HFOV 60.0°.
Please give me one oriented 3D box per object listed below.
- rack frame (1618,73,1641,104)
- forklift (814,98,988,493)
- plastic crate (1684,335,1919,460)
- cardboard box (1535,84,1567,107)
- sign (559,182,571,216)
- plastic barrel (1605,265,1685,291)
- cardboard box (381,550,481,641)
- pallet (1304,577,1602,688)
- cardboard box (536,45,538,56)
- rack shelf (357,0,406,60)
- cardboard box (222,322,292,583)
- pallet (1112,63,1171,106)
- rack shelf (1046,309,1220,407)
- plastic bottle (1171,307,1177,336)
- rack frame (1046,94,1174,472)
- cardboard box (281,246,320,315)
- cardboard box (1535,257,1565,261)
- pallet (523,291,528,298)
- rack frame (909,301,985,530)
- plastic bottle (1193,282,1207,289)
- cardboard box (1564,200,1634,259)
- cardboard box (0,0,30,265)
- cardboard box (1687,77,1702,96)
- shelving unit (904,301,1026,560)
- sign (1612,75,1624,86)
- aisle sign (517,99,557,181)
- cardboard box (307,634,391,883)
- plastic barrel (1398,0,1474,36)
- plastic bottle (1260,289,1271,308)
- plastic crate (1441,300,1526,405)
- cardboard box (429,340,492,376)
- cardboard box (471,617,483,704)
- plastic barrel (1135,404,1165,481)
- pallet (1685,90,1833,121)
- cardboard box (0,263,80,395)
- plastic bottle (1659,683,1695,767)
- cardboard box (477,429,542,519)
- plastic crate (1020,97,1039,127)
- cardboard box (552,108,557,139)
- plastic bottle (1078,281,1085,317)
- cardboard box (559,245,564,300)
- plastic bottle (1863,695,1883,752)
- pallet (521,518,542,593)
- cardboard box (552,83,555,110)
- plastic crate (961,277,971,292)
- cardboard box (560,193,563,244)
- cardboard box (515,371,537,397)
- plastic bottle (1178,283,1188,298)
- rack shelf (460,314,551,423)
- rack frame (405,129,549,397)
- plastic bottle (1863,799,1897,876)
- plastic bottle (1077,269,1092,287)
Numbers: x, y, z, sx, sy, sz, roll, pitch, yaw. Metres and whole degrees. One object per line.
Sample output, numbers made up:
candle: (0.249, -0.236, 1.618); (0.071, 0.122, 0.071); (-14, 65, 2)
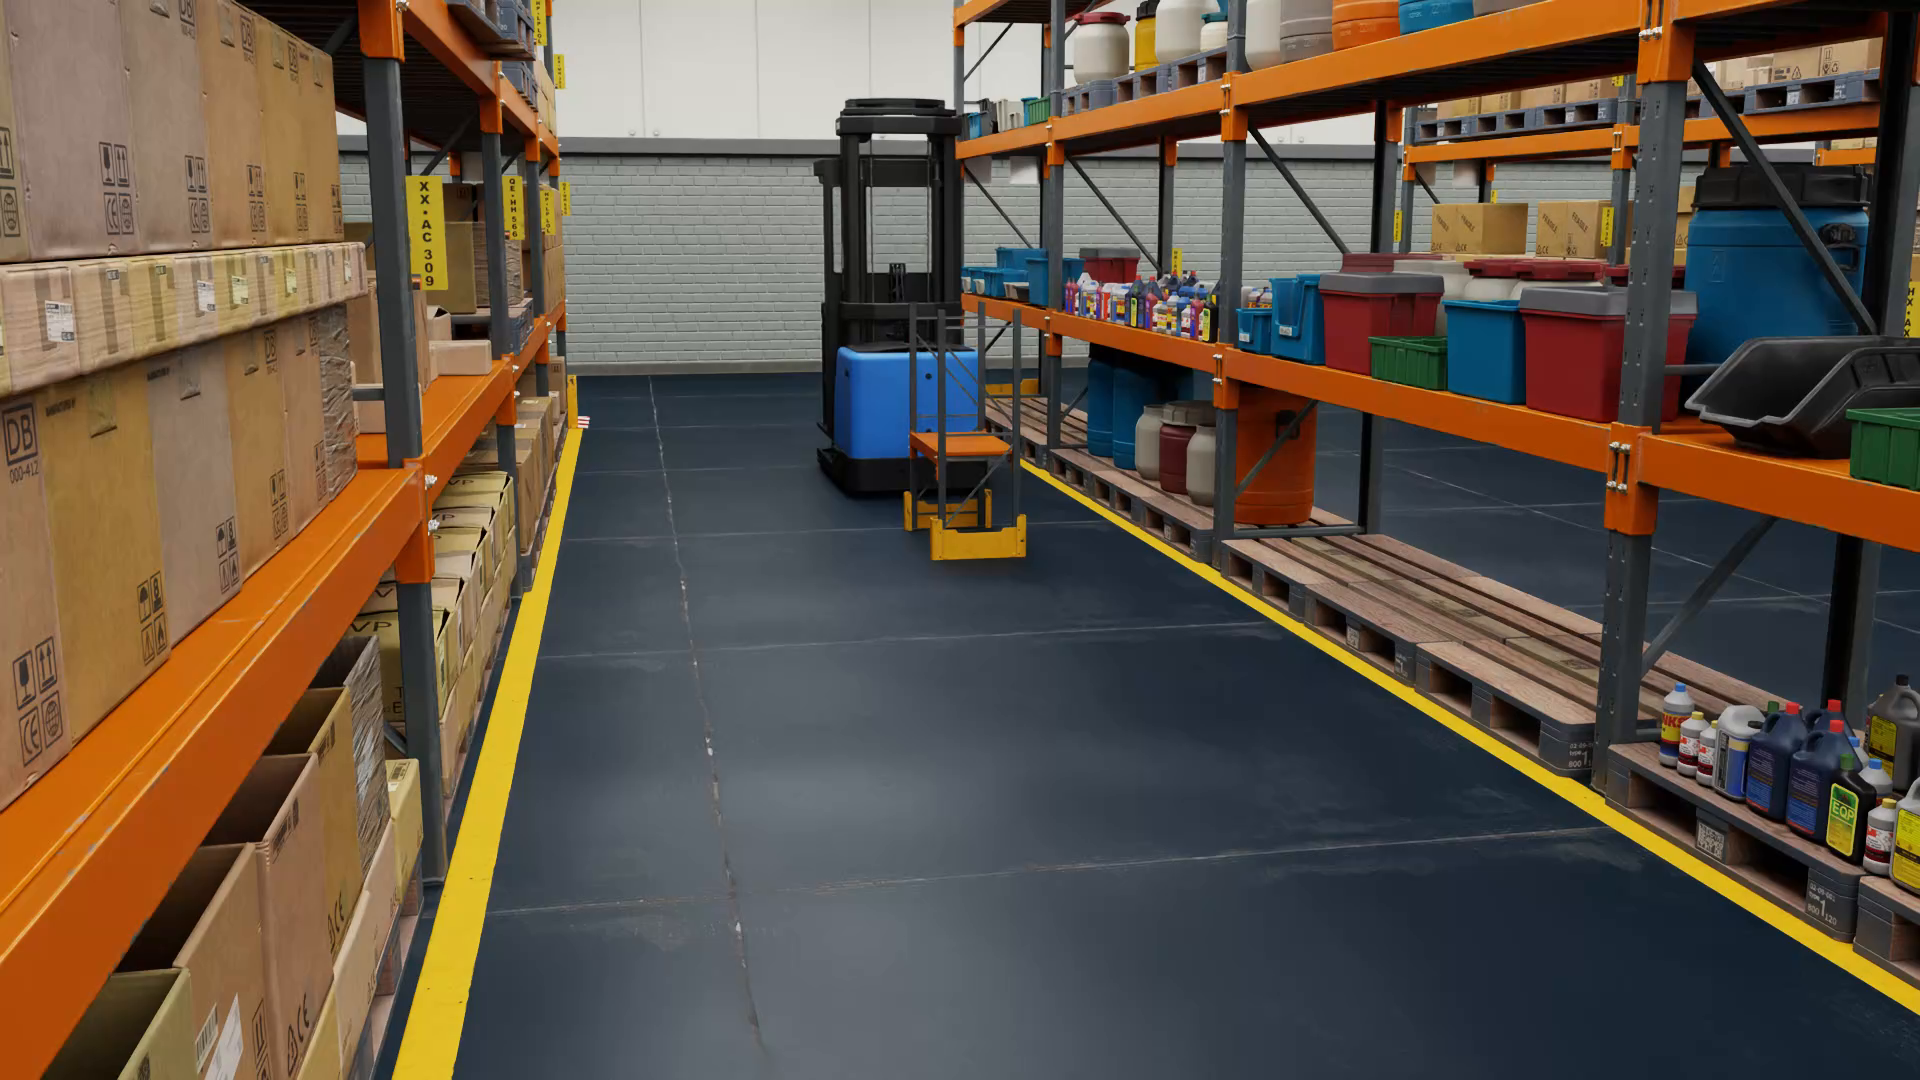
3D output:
rack frame: (6.072, -5.179, 13.839); (1.000, 3.000, 0.127); (-2, 11, -11)
forklift: (-0.581, -2.020, 13.469); (1.130, 2.935, 3.031); (-2, 11, -11)
plastic crate: (2.747, -0.453, 5.222); (0.767, 0.338, 0.504); (-2, 11, -11)
cardboard box: (5.761, -4.250, 15.323); (0.700, 0.500, 0.500); (-2, 11, -8)
sign: (-3.875, -3.346, 16.314); (0.100, 0.325, 0.005); (-2, 11, -11)
plastic barrel: (2.799, -0.835, 6.696); (0.433, 0.535, 0.433); (0, 11, 0)
cardboard box: (-2.120, 0.192, 6.395); (0.500, 0.311, 0.500); (-2, 11, -13)
pallet: (2.338, 0.419, 7.933); (1.003, 0.211, 1.213); (-2, 11, -11)
cardboard box: (-4.308, -4.526, 15.490); (0.700, 0.500, 0.500); (-2, 11, -11)
rack shelf: (-1.701, -1.158, 2.662); (1.077, 0.370, 4.000); (-2, 11, -11)
cardboard box: (-1.794, -0.184, 3.375); (0.700, 0.500, 0.500); (-2, 11, -10)
pallet: (1.686, -3.084, 11.362); (1.003, 0.211, 1.213); (-2, 11, -11)
rack shelf: (1.603, -1.332, 11.594); (1.077, 0.370, 4.000); (-2, 11, -11)
plastic bottle: (1.389, -1.397, 10.545); (0.097, 0.201, 0.097); (0, 11, 0)
rack frame: (1.214, -2.052, 13.454); (1.000, 3.000, 0.127); (-2, 11, -11)
cardboard box: (-1.675, -0.589, 3.768); (0.380, 0.149, 0.250); (-2, 11, -11)
cardboard box: (5.626, -2.471, 15.260); (0.500, 0.250, 0.500); (-2, 11, -9)
pallet: (-3.597, -1.627, 11.738); (1.003, 0.211, 1.213); (-2, 11, -11)
rack frame: (-0.082, -0.814, 10.964); (0.500, 1.500, 0.032); (-2, 11, -11)
plastic bottle: (1.777, -1.771, 12.309); (0.152, 0.276, 0.135); (-2, 11, -11)
cardboard box: (5.721, -2.747, 14.708); (0.500, 0.500, 0.500); (-2, 11, -9)
cardboard box: (-1.508, -0.550, 1.826); (0.700, 0.500, 0.500); (-2, 11, -12)
cardboard box: (6.195, -3.855, 13.514); (0.700, 0.500, 0.500); (-2, 11, -10)
shelving unit: (0.015, -0.723, 10.483); (0.587, 1.500, 1.083); (-2, 11, -11)
sign: (5.528, -3.978, 13.956); (0.100, 0.325, 0.005); (-2, 11, -11)
aisle sign: (-4.136, -3.907, 16.247); (0.394, 0.787, 0.004); (-2, 11, -11)
cardboard box: (-1.699, 0.540, 4.061); (0.500, 0.500, 0.500); (-2, 11, -11)
plastic barrel: (2.204, -2.630, 7.127); (0.600, 0.901, 0.708); (-2, 11, -11)
plastic bottle: (2.049, -1.538, 11.098); (0.097, 0.271, 0.097); (0, 11, 0)
plastic crate: (2.250, -0.768, 6.750); (0.392, 0.384, 0.575); (-2, 11, -11)
cardboard box: (-2.422, -0.860, 7.866); (0.380, 0.149, 0.250); (-2, 11, -11)
cardboard box: (-2.127, 0.468, 6.447); (0.500, 0.250, 0.500); (-2, 11, -13)
plastic barrel: (1.463, -0.699, 11.876); (0.421, 0.512, 0.421); (0, 11, 0)
pallet: (6.299, -3.445, 13.263); (0.805, 0.209, 1.217); (-3, 11, -13)
cardboard box: (-1.325, -0.259, 2.035); (0.380, 0.149, 0.250); (-2, 11, -12)
plastic bottle: (2.402, 0.614, 5.568); (0.097, 0.271, 0.097); (0, 11, 0)
cardboard box: (-2.876, -0.409, 10.330); (0.500, 0.500, 0.500); (-2, 11, -12)
plastic crate: (0.724, -3.598, 14.005); (0.416, 0.233, 0.300); (-2, 11, -11)
cardboard box: (-4.065, -3.921, 15.654); (0.500, 0.250, 0.500); (-2, 11, -11)
plastic bottle: (0.952, -1.843, 12.701); (0.097, 0.271, 0.097); (0, 11, 0)
cardboard box: (-3.965, -2.488, 15.477); (0.500, 0.500, 0.500); (-2, 11, -11)
plastic bottle: (3.146, 0.629, 5.675); (0.097, 0.201, 0.097); (0, 11, 0)
pallet: (-2.976, 0.093, 9.644); (1.003, 0.211, 1.213); (-2, 11, -11)
cardboard box: (-4.073, -4.166, 15.606); (0.500, 0.250, 0.500); (-2, 11, -11)
plastic crate: (0.142, -2.566, 16.701); (0.250, 0.136, 0.298); (-2, 11, -11)
cardboard box: (-4.067, -3.075, 15.886); (0.500, 0.500, 0.500); (-2, 11, -12)
cardboard box: (-4.016, -1.206, 14.513); (0.797, 0.503, 0.637); (-2, 11, -11)
plastic bottle: (1.658, -1.761, 12.268); (0.097, 0.271, 0.097); (0, 11, 0)
rack shelf: (-3.257, -1.152, 10.651); (1.077, 0.370, 4.000); (-2, 11, -11)
rack frame: (-3.646, -1.872, 12.511); (1.000, 3.000, 0.127); (-2, 11, -11)
plastic bottle: (2.589, 0.825, 4.649); (0.097, 0.201, 0.097); (0, 11, 0)
plastic bottle: (0.972, -1.944, 13.018); (0.144, 0.351, 0.185); (-2, 11, -11)
